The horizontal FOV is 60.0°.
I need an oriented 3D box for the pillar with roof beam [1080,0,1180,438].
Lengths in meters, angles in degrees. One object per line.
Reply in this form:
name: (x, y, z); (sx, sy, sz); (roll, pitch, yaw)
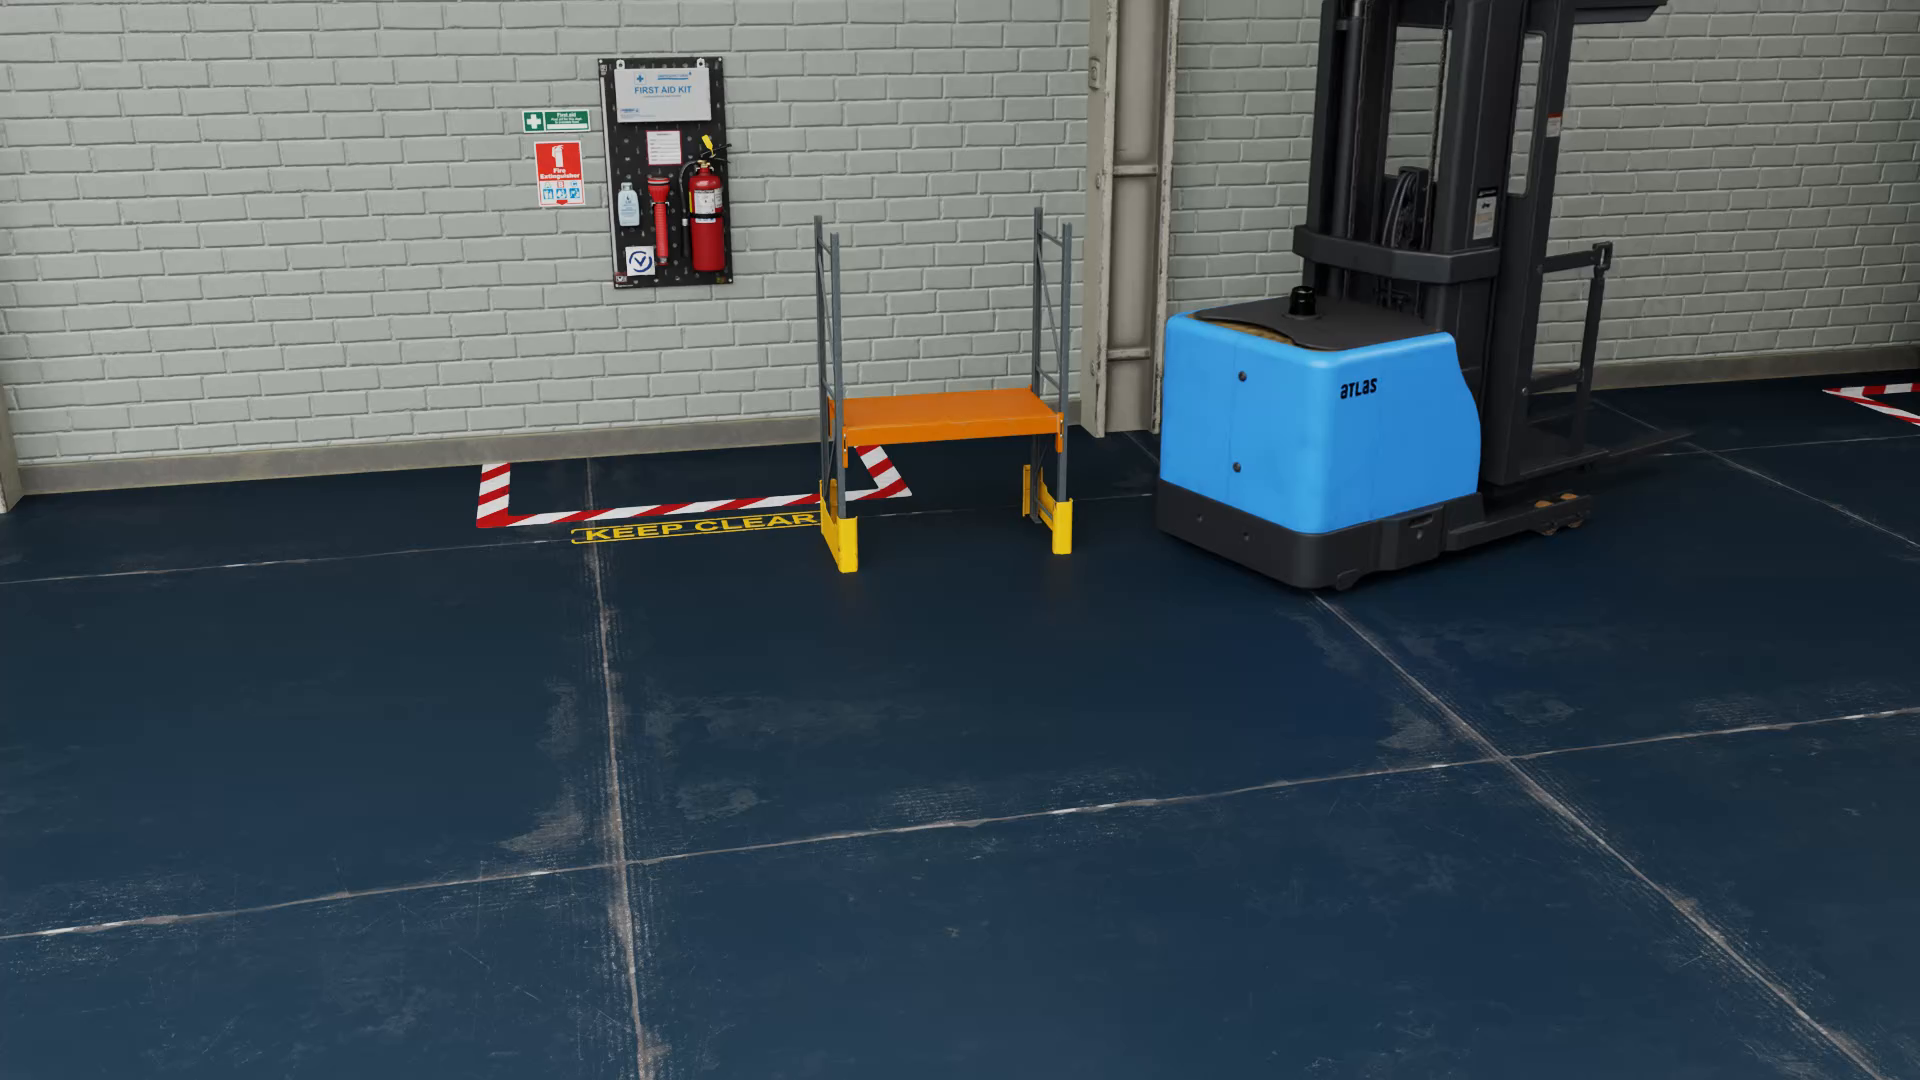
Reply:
pillar with roof beam: (1.913, -3.430, 4.096); (0.400, 9.000, 9.100); (-5, 21, -12)

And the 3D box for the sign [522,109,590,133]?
sign: (-2.047, -2.125, 8.433); (0.331, 0.109, 0.001); (-5, 21, -12)

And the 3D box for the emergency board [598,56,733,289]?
emergency board: (-1.491, -1.871, 8.562); (0.643, 1.169, 0.194); (-5, 21, -12)

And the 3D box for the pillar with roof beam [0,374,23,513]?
pillar with roof beam: (-3.926, -2.955, 2.799); (0.400, 9.000, 9.100); (-5, 21, -12)

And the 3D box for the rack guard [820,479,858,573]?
rack guard: (-0.559, -0.072, 7.648); (0.087, 0.250, 0.587); (-5, 21, -12)

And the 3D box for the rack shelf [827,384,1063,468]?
rack shelf: (-0.083, -0.529, 7.600); (1.000, 0.185, 0.538); (-5, 21, -12)

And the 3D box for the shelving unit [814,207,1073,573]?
shelving unit: (-0.074, -0.698, 7.540); (1.083, 1.500, 0.587); (-5, 21, -12)

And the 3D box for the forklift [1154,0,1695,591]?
forklift: (2.414, -1.531, 7.734); (3.031, 2.935, 1.130); (-13, 24, -32)

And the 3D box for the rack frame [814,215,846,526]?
rack frame: (-0.578, -0.657, 7.428); (0.032, 1.500, 0.500); (-5, 21, -12)

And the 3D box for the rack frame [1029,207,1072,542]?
rack frame: (0.412, -0.738, 7.648); (0.032, 1.500, 0.500); (-5, 21, -12)

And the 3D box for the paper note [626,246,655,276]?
paper note: (-1.680, -1.467, 8.739); (0.142, 0.148, 0.016); (-5, 21, -12)

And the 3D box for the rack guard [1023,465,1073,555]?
rack guard: (0.410, -0.151, 7.863); (0.087, 0.250, 0.587); (-5, 21, -12)

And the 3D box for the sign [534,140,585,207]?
sign: (-2.053, -1.879, 8.531); (0.234, 0.329, 0.001); (-5, 21, -12)
